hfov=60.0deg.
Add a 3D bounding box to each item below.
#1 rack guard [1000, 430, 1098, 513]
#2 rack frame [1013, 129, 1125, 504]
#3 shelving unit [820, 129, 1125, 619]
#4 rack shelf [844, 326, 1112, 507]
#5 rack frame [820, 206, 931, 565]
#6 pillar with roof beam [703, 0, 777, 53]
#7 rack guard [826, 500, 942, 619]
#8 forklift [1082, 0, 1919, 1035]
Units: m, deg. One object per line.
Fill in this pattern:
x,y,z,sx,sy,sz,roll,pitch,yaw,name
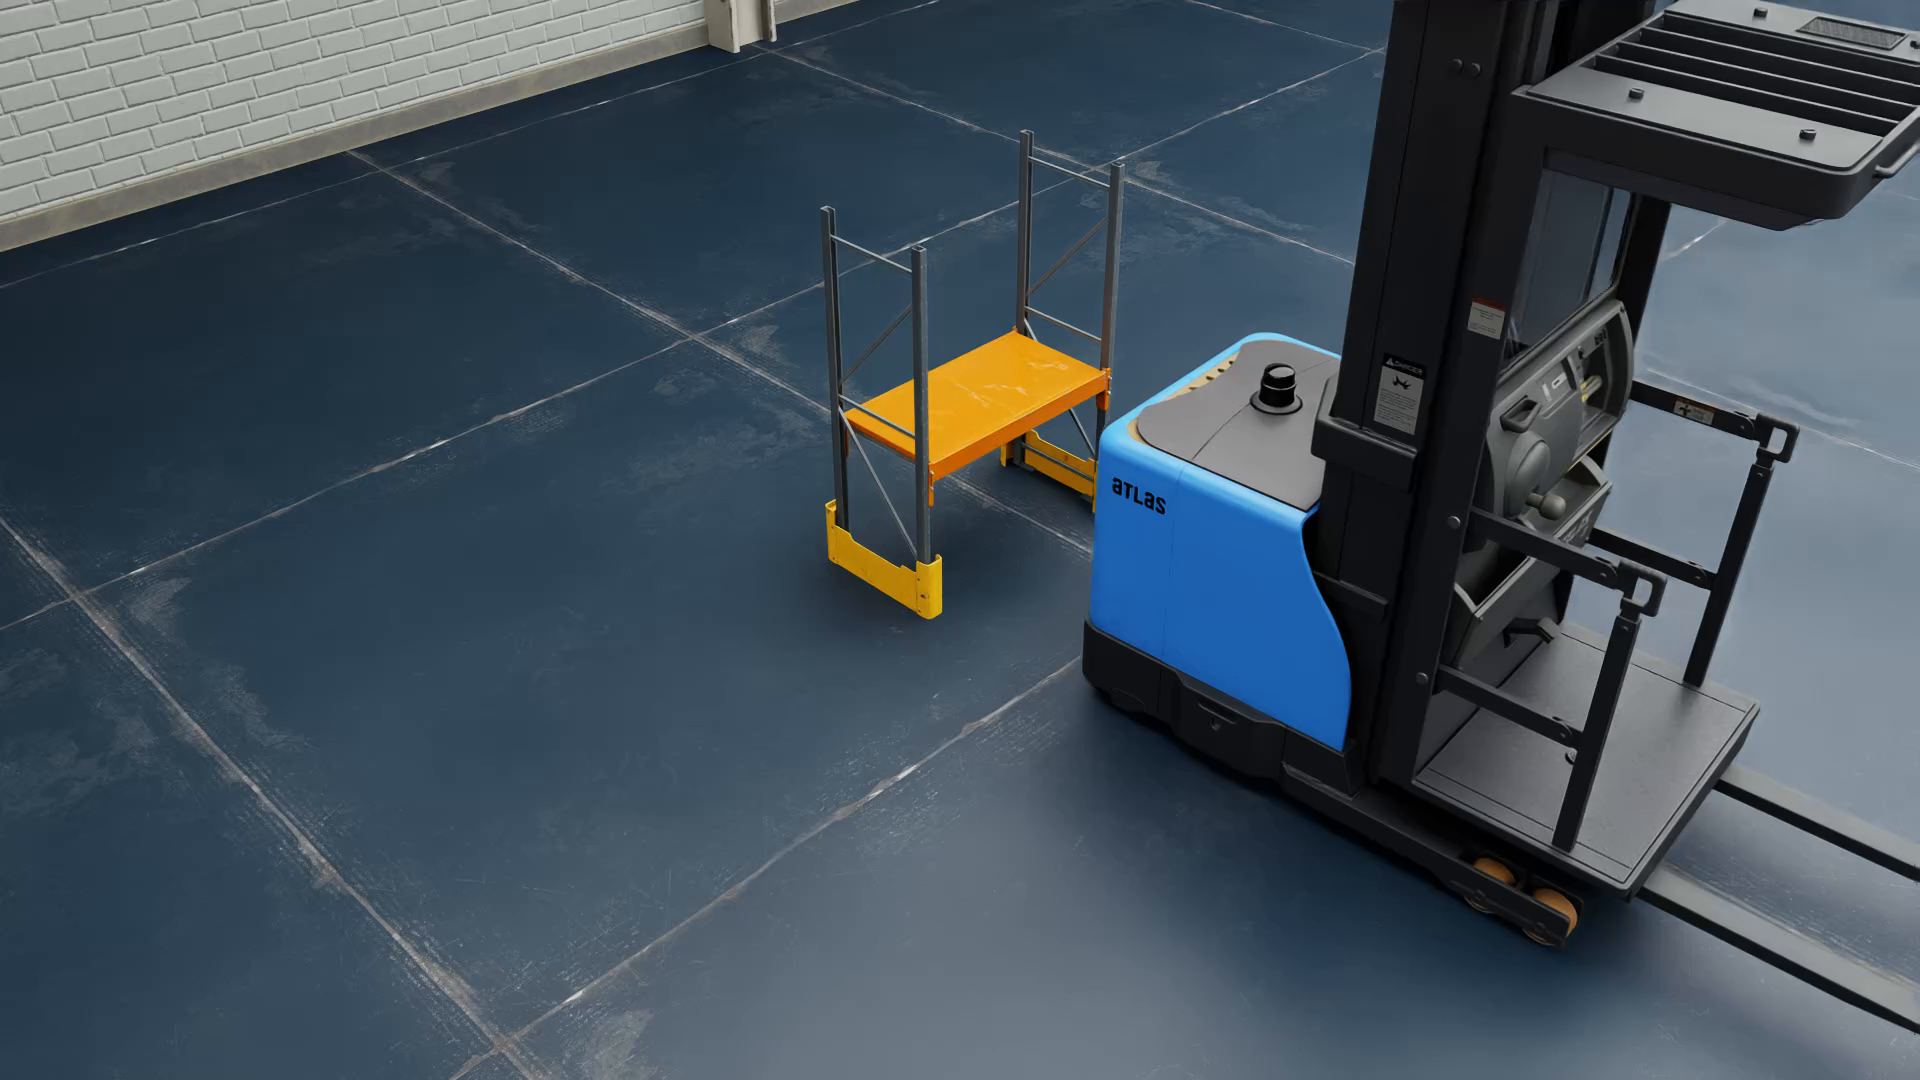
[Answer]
0.405,-0.336,7.013,0.587,0.250,0.087,30,45,35,rack guard
0.418,-0.856,6.667,0.500,1.500,0.032,30,45,35,rack frame
0.054,-0.646,6.365,0.587,1.500,1.083,30,45,35,shelving unit
0.060,-0.502,6.474,0.538,0.185,1.000,30,45,35,rack shelf
-0.298,-0.443,6.075,0.500,1.500,0.032,30,45,35,rack frame
1.503,-5.505,6.777,9.100,9.000,0.400,30,45,35,pillar with roof beam
-0.297,0.069,6.433,0.587,0.250,0.087,30,45,35,rack guard
1.880,-0.328,4.658,3.031,2.935,1.130,26,43,33,forklift
